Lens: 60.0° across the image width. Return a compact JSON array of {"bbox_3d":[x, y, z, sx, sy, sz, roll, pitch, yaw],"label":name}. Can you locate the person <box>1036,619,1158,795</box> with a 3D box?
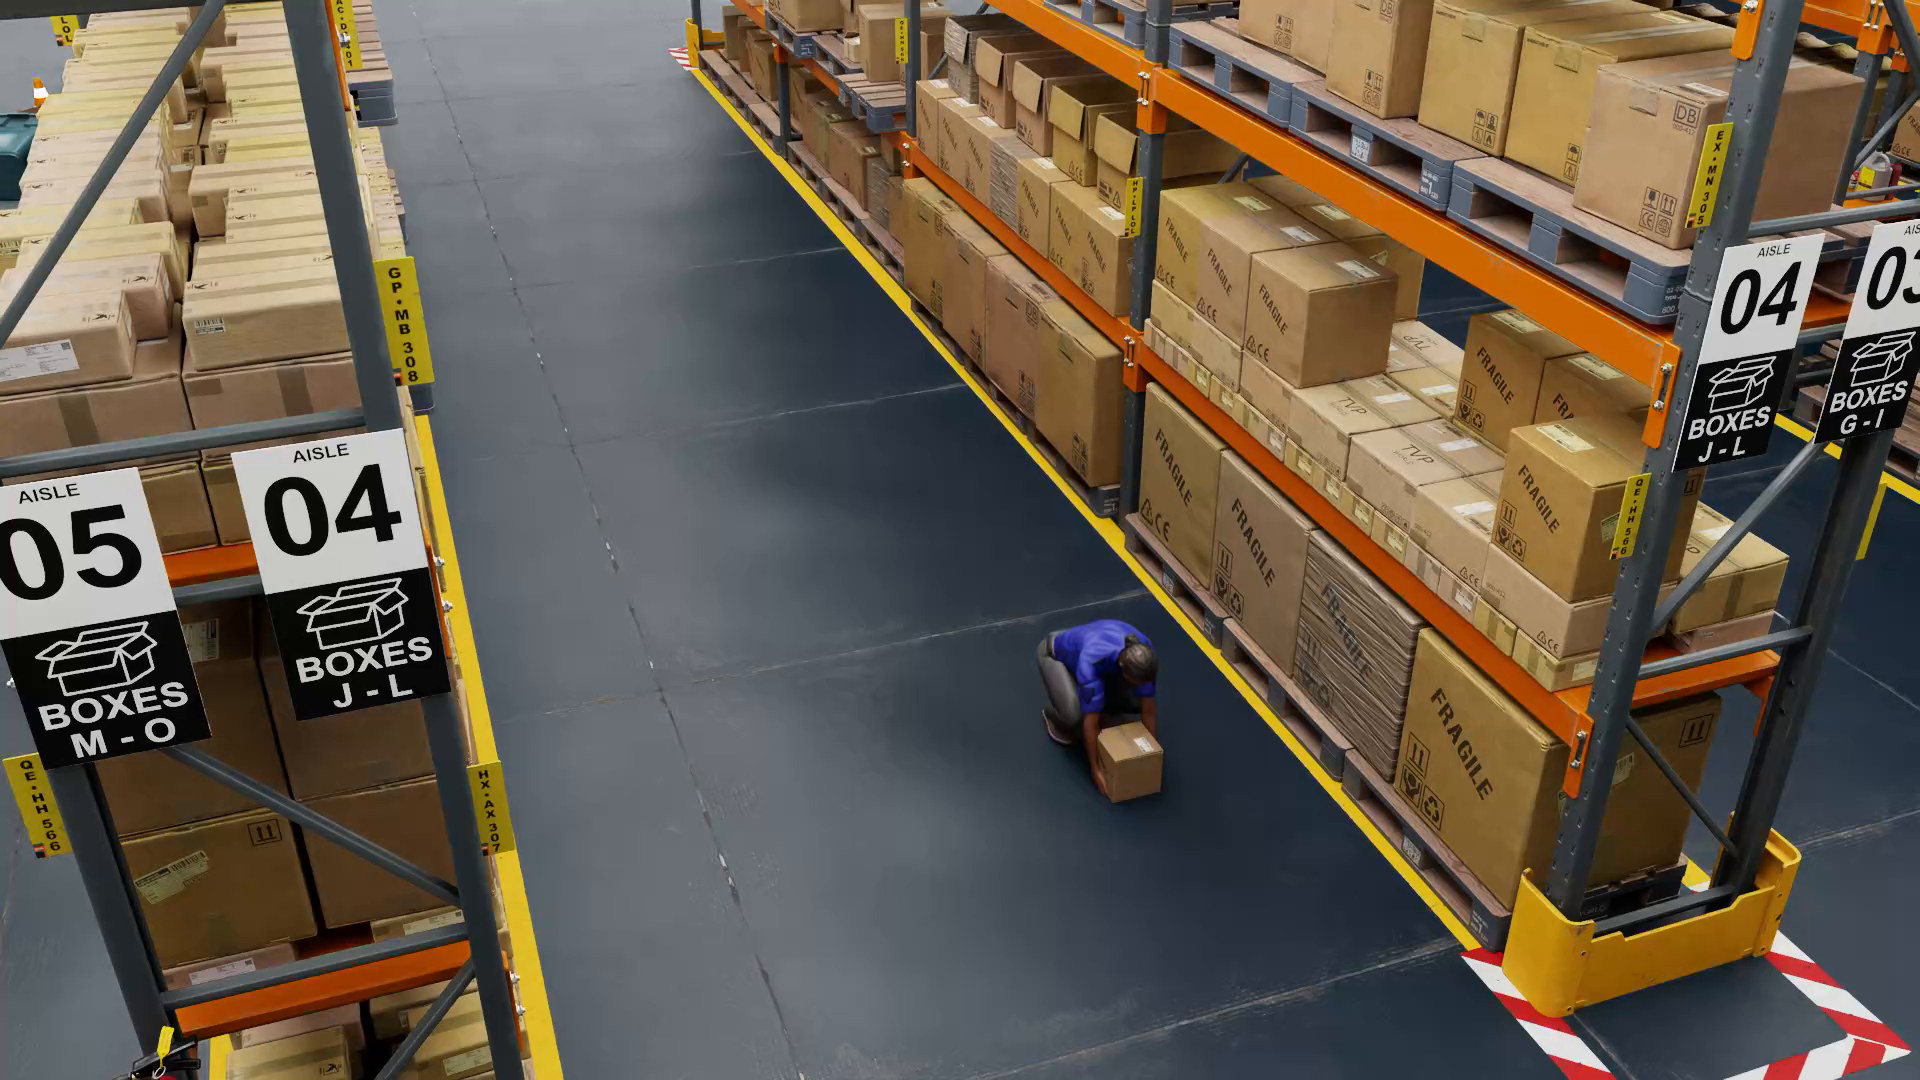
[{"bbox_3d":[0.681,0.709,8.082,0.483,0.794,0.830,-11,32,-18],"label":"person"}]
